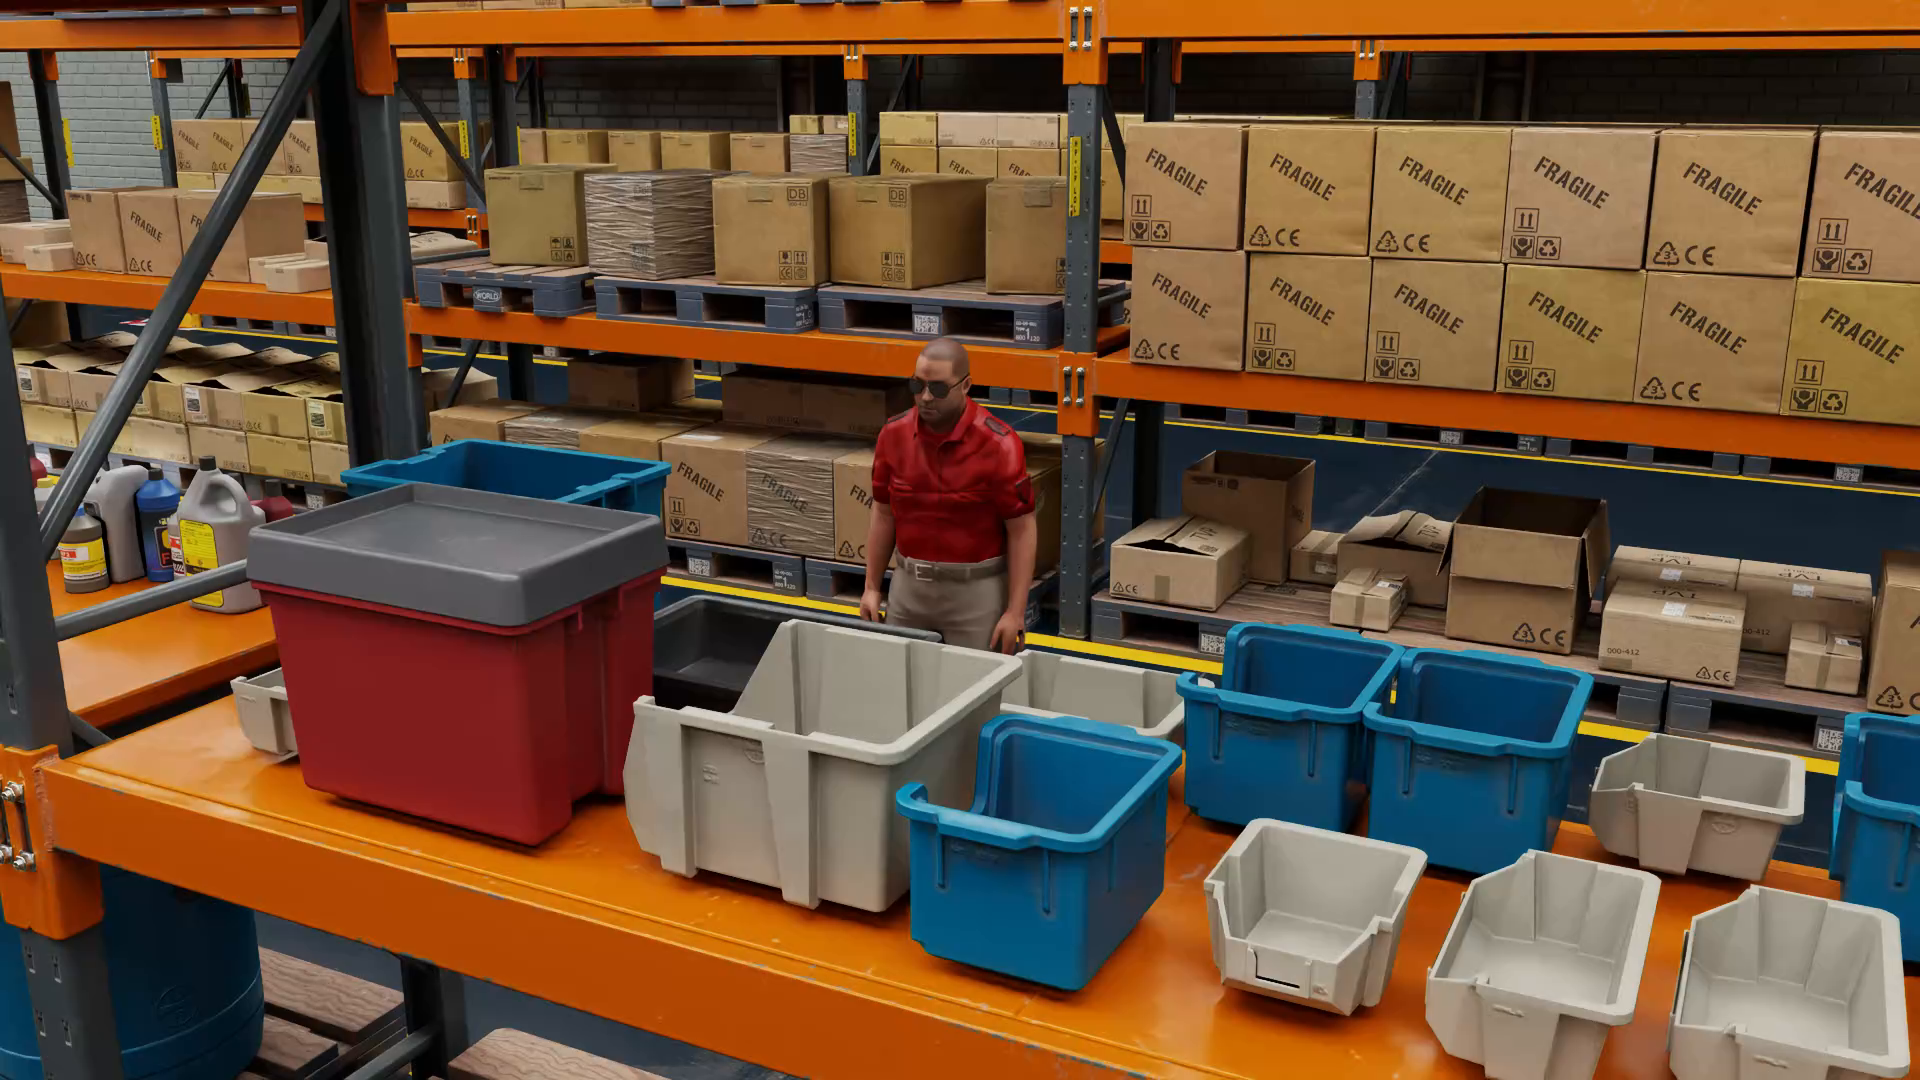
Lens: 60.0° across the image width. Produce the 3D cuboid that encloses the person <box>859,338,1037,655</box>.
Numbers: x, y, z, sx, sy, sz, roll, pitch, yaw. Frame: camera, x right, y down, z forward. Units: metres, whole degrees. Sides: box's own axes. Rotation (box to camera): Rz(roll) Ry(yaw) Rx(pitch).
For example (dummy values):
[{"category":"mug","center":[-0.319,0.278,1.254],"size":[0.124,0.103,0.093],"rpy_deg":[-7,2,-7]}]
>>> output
[{"category":"person","center":[-0.044,0.207,5.313],"size":[0.585,1.727,0.390],"rpy_deg":[8,17,25]}]
